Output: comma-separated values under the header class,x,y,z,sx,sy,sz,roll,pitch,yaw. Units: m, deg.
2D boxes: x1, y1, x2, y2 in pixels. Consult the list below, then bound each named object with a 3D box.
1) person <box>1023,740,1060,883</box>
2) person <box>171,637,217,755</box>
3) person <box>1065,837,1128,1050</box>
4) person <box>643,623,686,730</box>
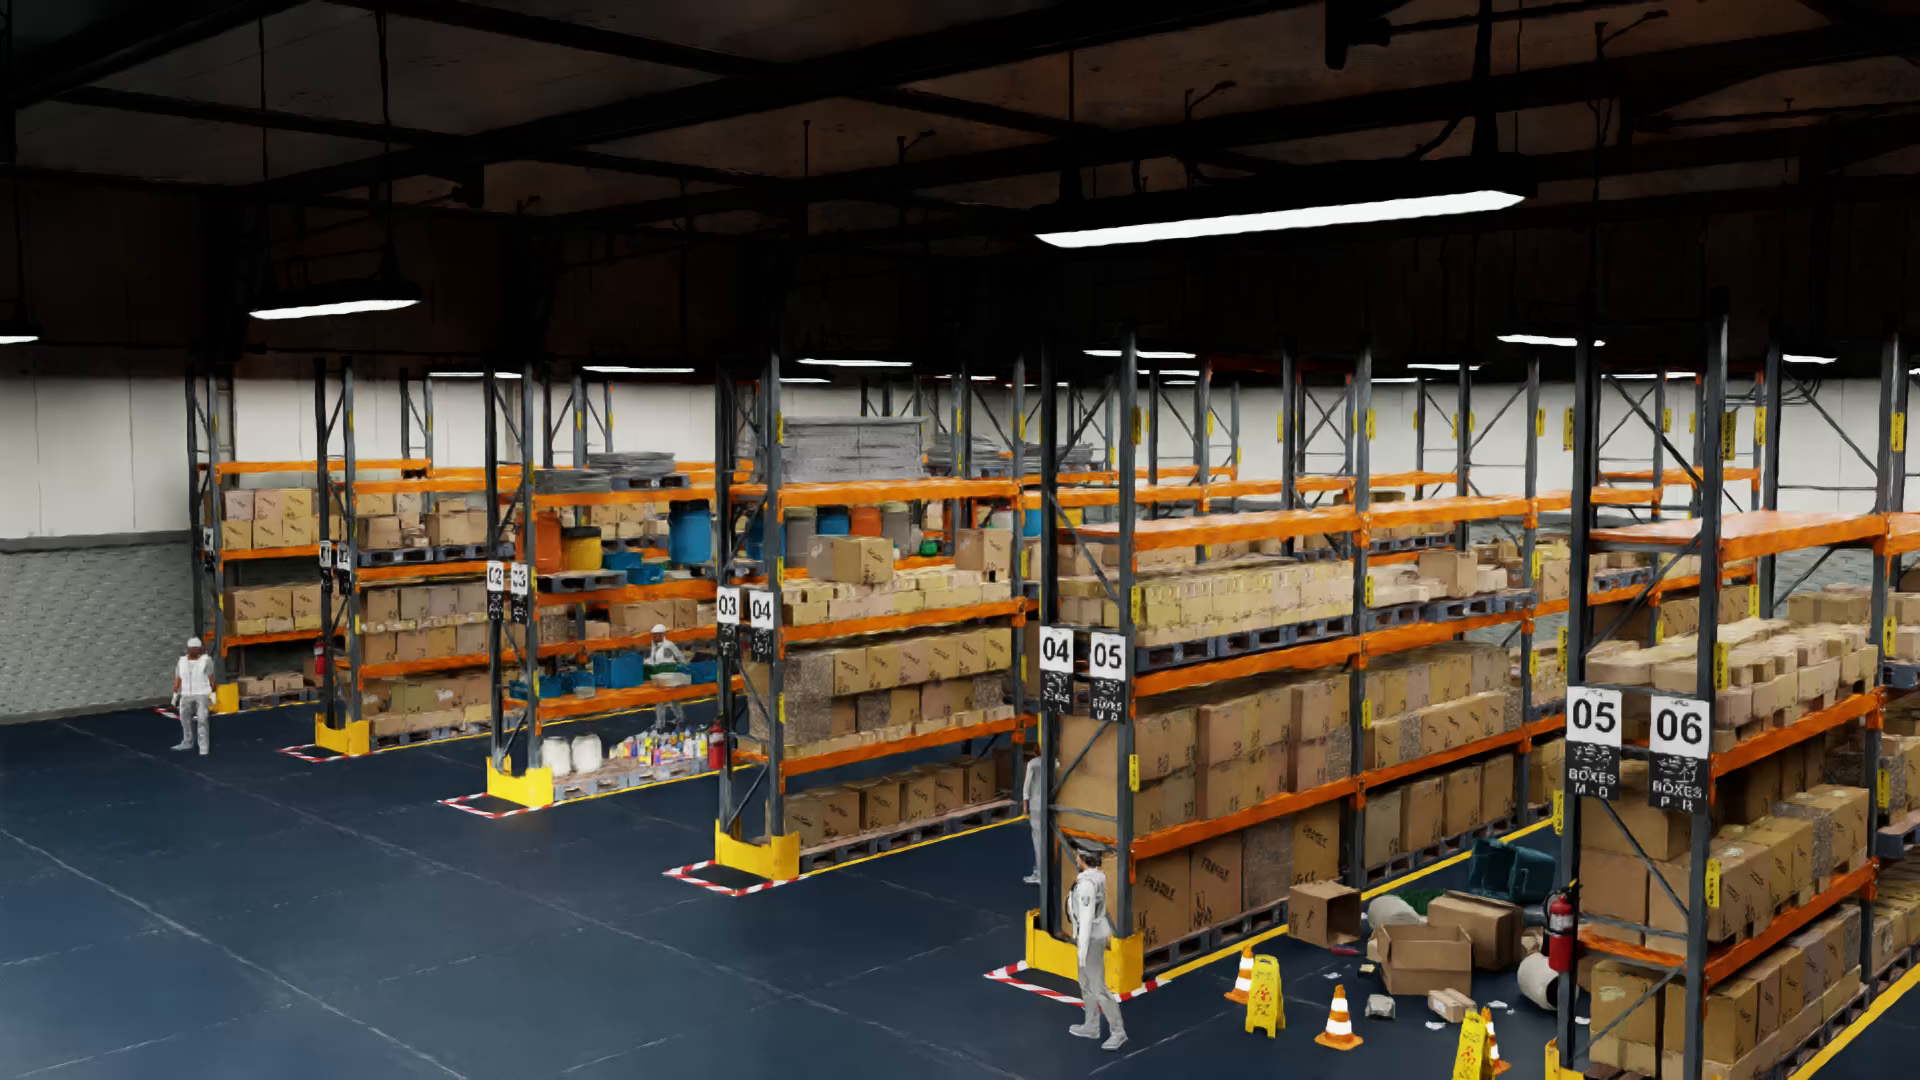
class,x,y,z,sx,sy,sz,roll,pitch,yaw
person,0.921,2.957,18.332,0.523,1.580,0.522,-1,5,-16
person,-11.684,2.348,25.244,0.720,1.781,0.472,0,4,1
person,1.136,3.295,13.671,0.516,1.665,0.569,1,5,16
person,-4.857,2.216,27.349,0.866,1.709,0.680,-4,6,-41
